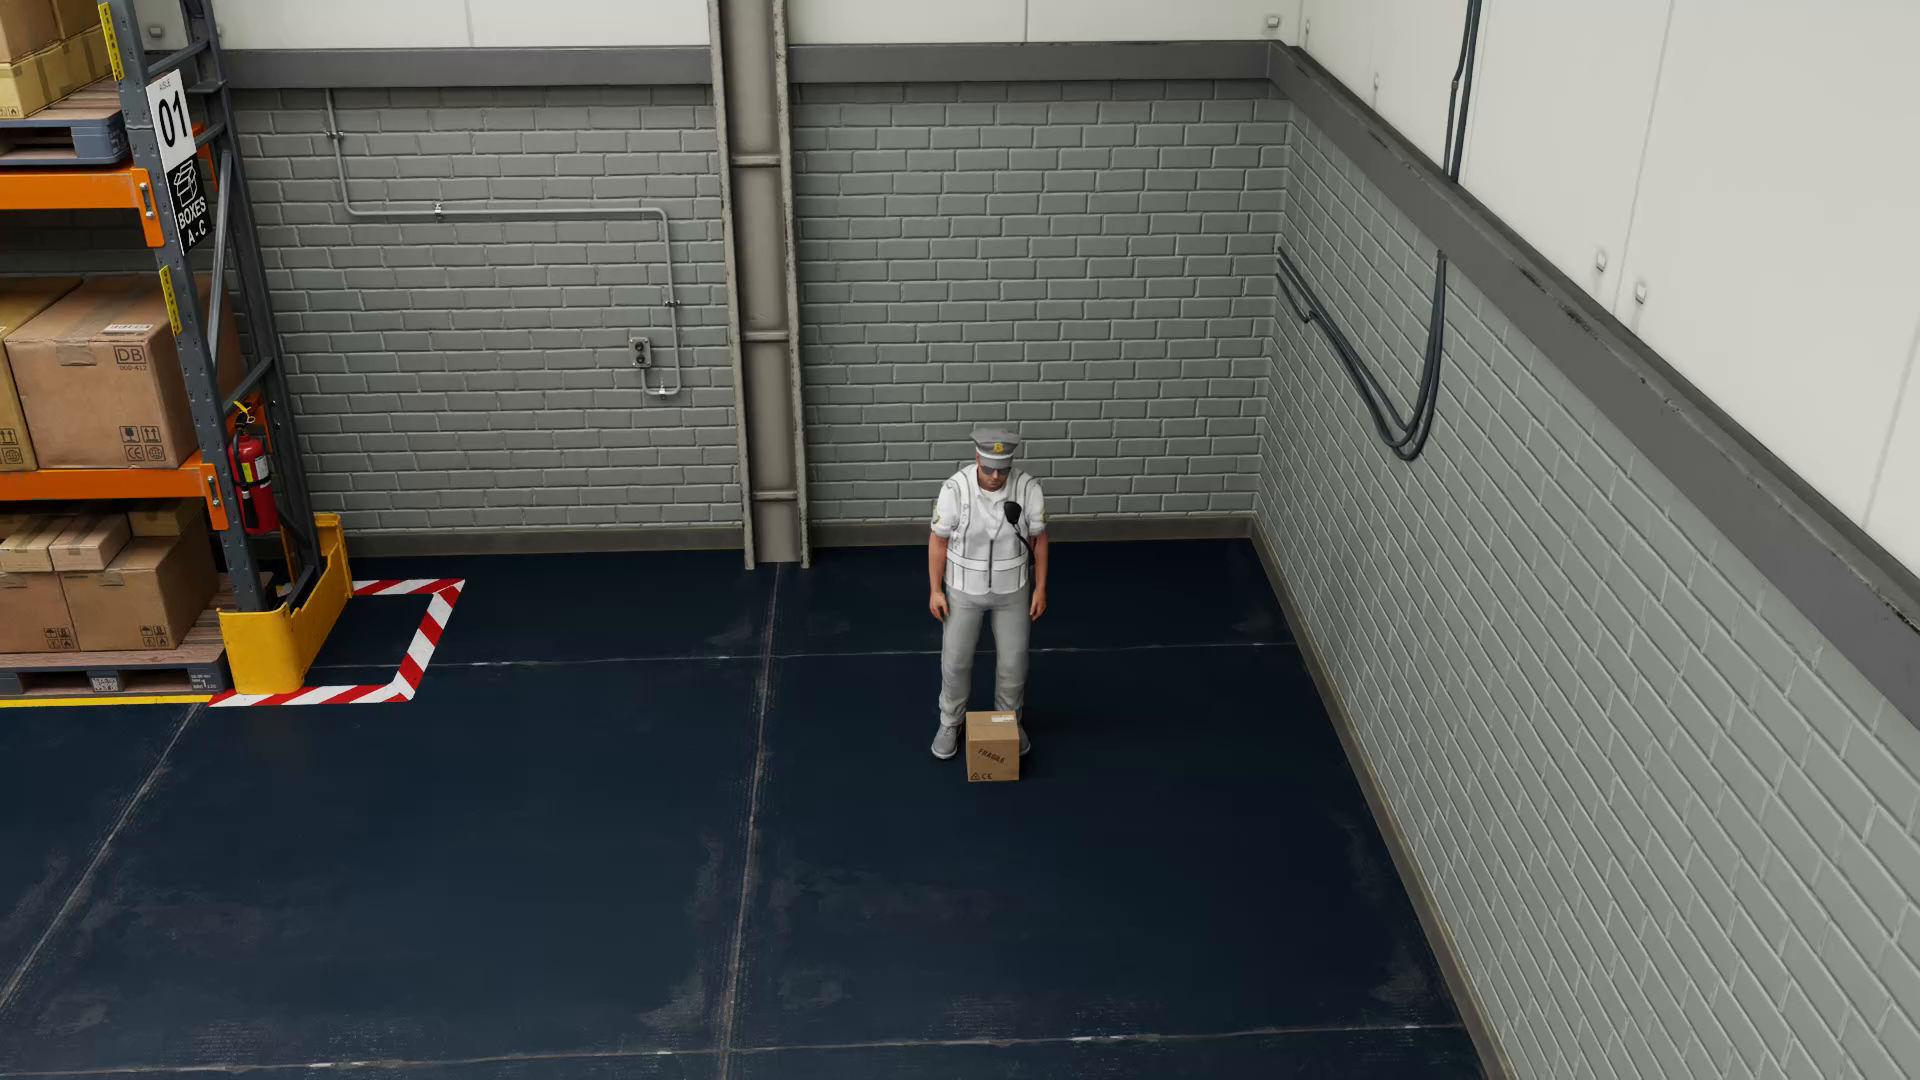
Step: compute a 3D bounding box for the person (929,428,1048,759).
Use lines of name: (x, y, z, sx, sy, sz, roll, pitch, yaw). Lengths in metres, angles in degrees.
person: (0.139, 0.232, 8.162, 0.585, 1.748, 0.432, -1, 27, -3)
